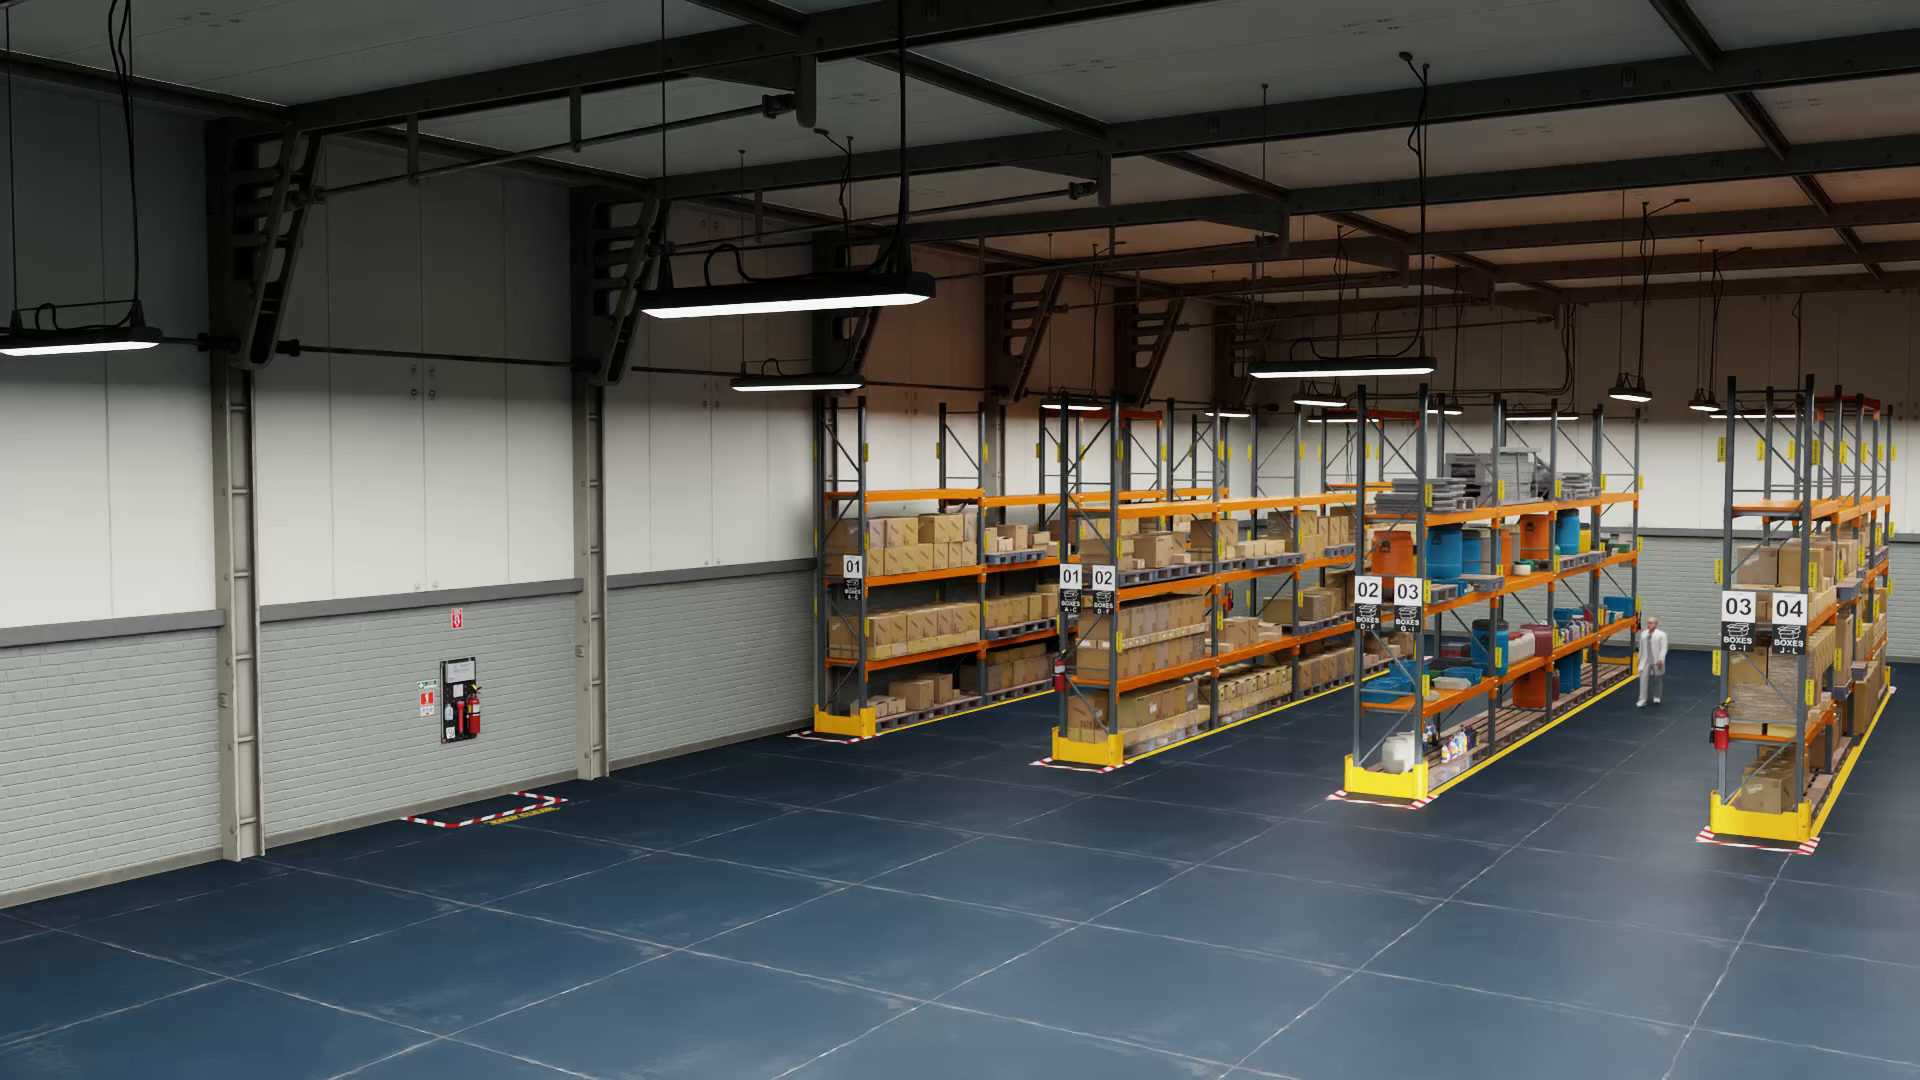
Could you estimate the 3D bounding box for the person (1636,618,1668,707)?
[{"bbox_3d":[13.633,2.391,32.780,0.594,1.718,1.102,2,4,33],"label":"person"}]
